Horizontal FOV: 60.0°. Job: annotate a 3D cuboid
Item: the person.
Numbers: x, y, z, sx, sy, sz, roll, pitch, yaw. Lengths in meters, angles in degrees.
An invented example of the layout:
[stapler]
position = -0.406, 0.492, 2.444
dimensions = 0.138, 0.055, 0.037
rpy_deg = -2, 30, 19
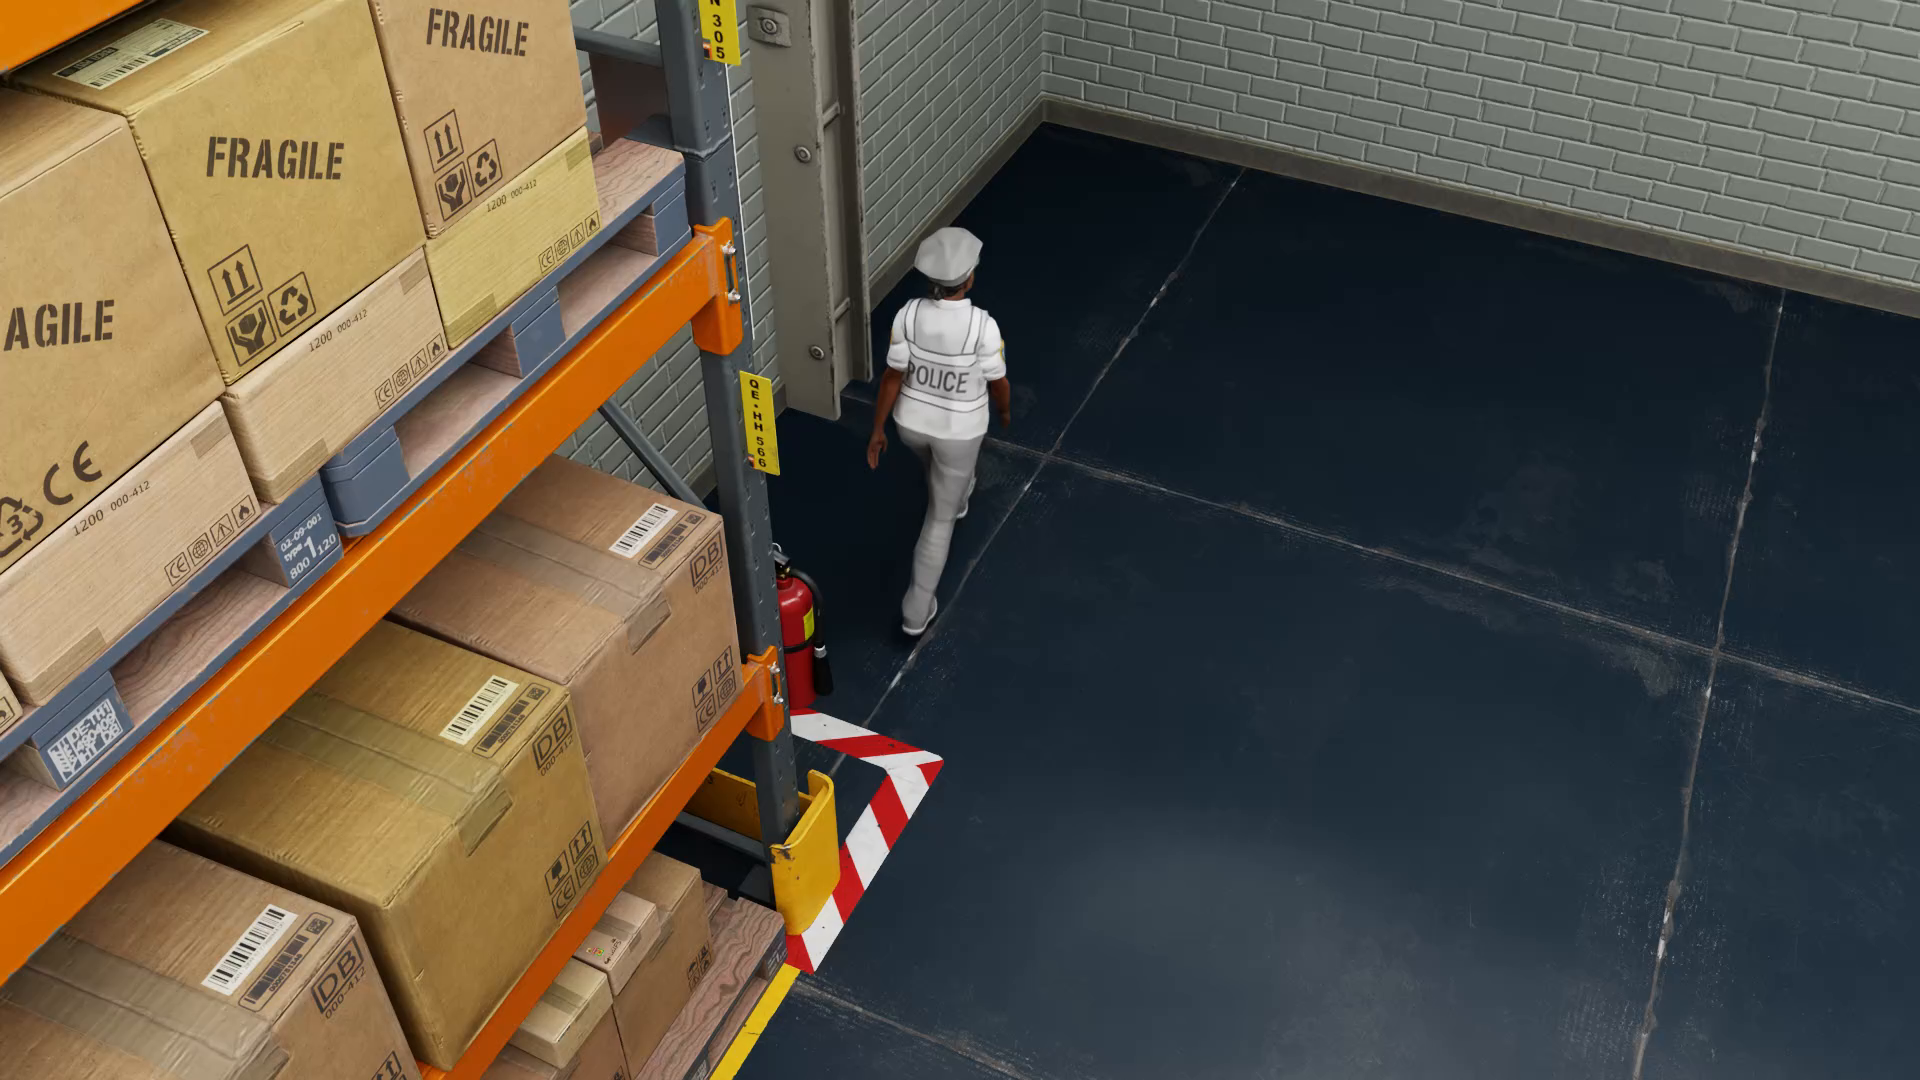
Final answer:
[person]
position = -0.055, -0.722, 6.488
dimensions = 0.484, 0.952, 0.516
rpy_deg = 18, 45, 18
